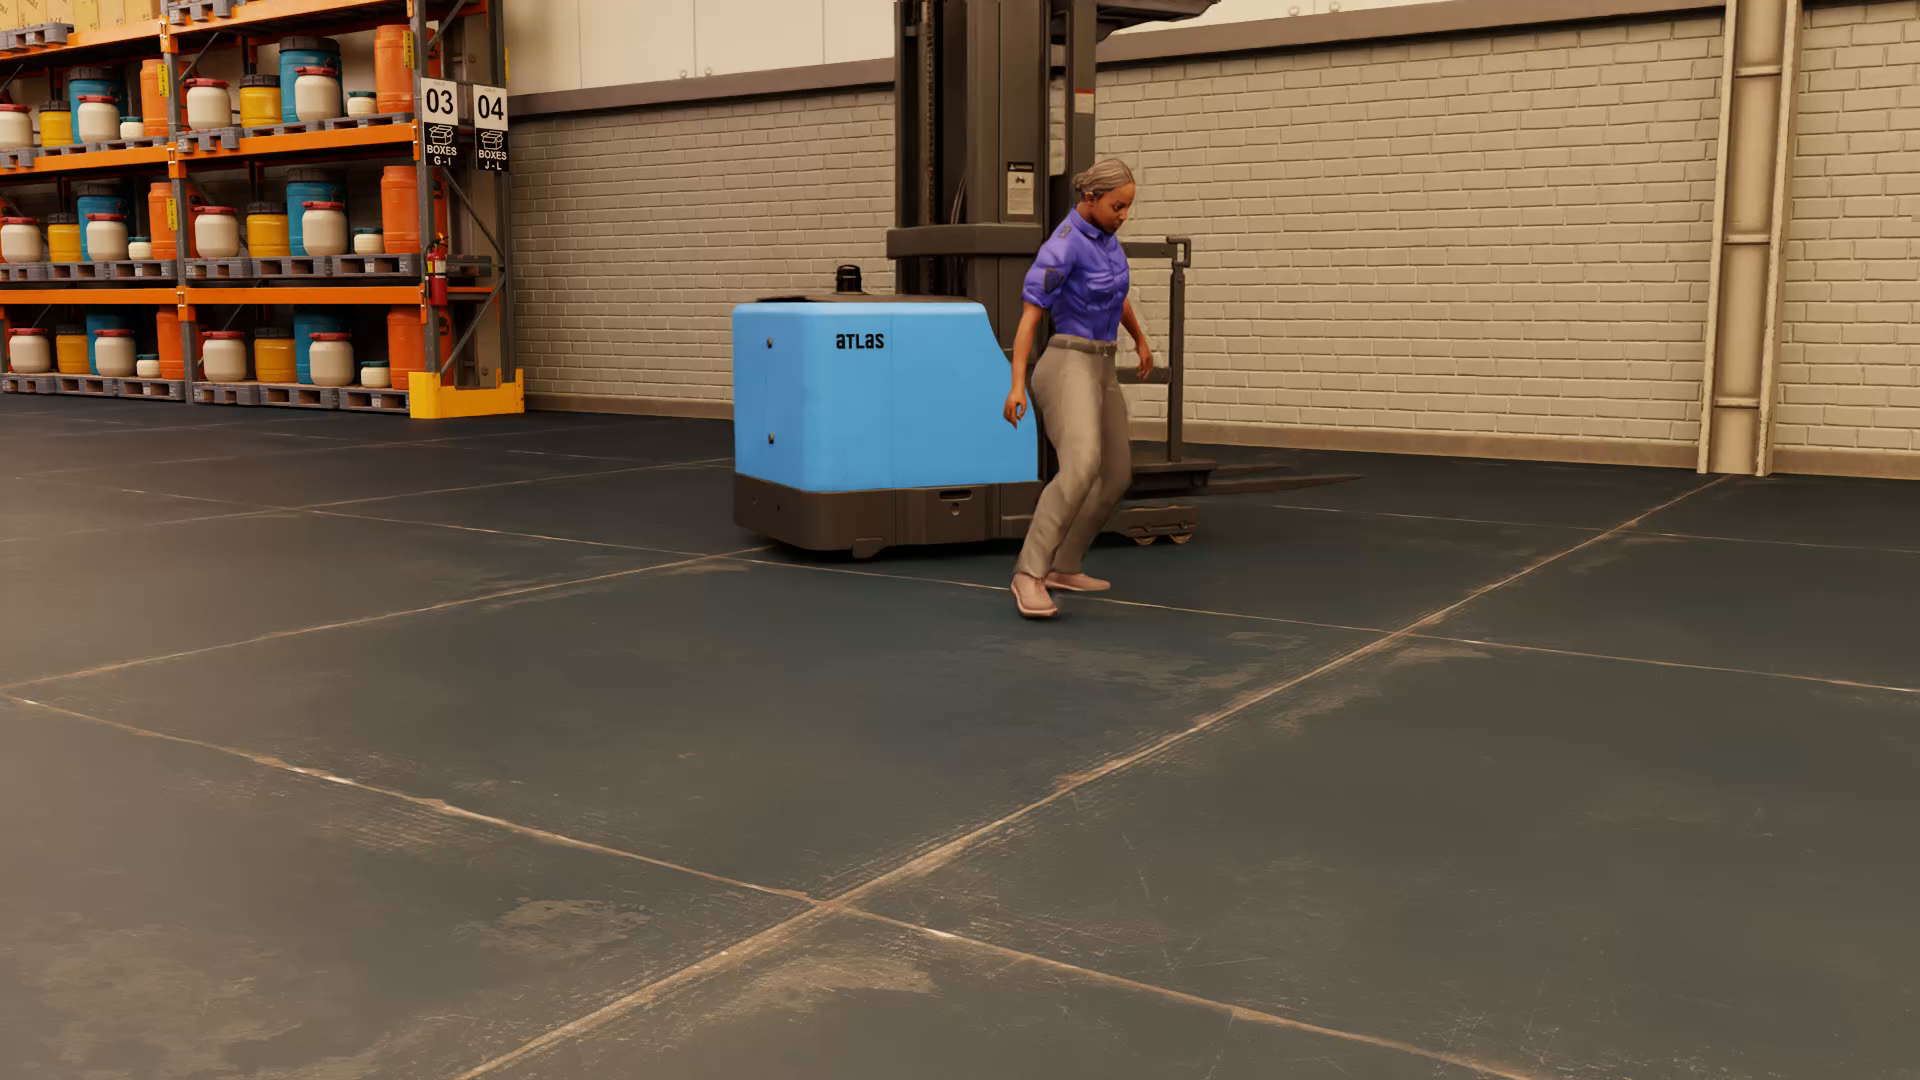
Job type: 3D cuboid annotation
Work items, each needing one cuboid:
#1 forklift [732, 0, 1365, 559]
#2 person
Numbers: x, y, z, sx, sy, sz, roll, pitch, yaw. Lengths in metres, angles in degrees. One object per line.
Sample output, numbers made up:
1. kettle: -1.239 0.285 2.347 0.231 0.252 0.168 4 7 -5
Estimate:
1. forklift: 0.510 -1.493 7.690 3.031 2.935 1.130 -4 9 -27
2. person: 0.428 -0.552 5.990 0.447 1.591 1.021 4 9 29
